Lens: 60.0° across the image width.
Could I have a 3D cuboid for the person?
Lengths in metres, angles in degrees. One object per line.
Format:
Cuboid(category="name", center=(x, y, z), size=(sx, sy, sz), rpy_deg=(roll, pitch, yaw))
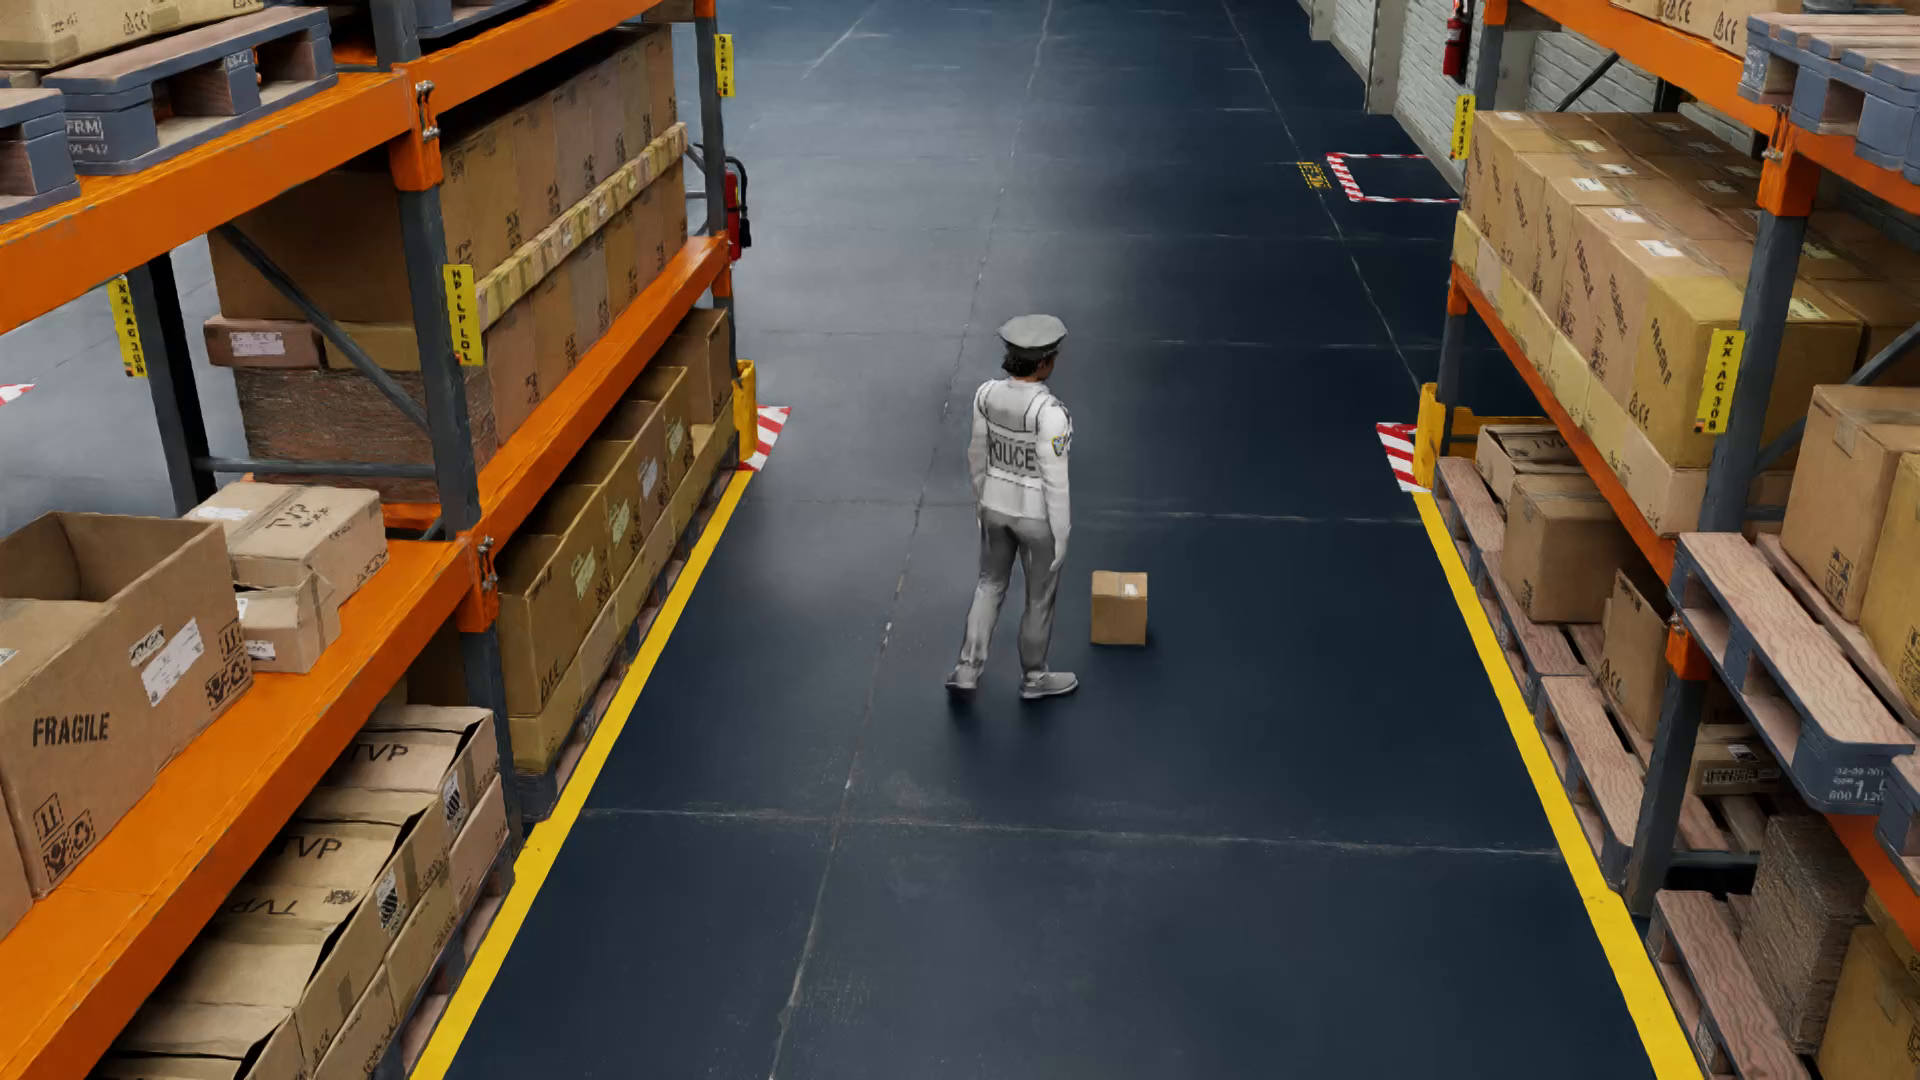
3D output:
Cuboid(category="person", center=(0.235, -0.086, 6.775), size=(0.537, 1.667, 0.539), rpy_deg=(19, 31, 35))
